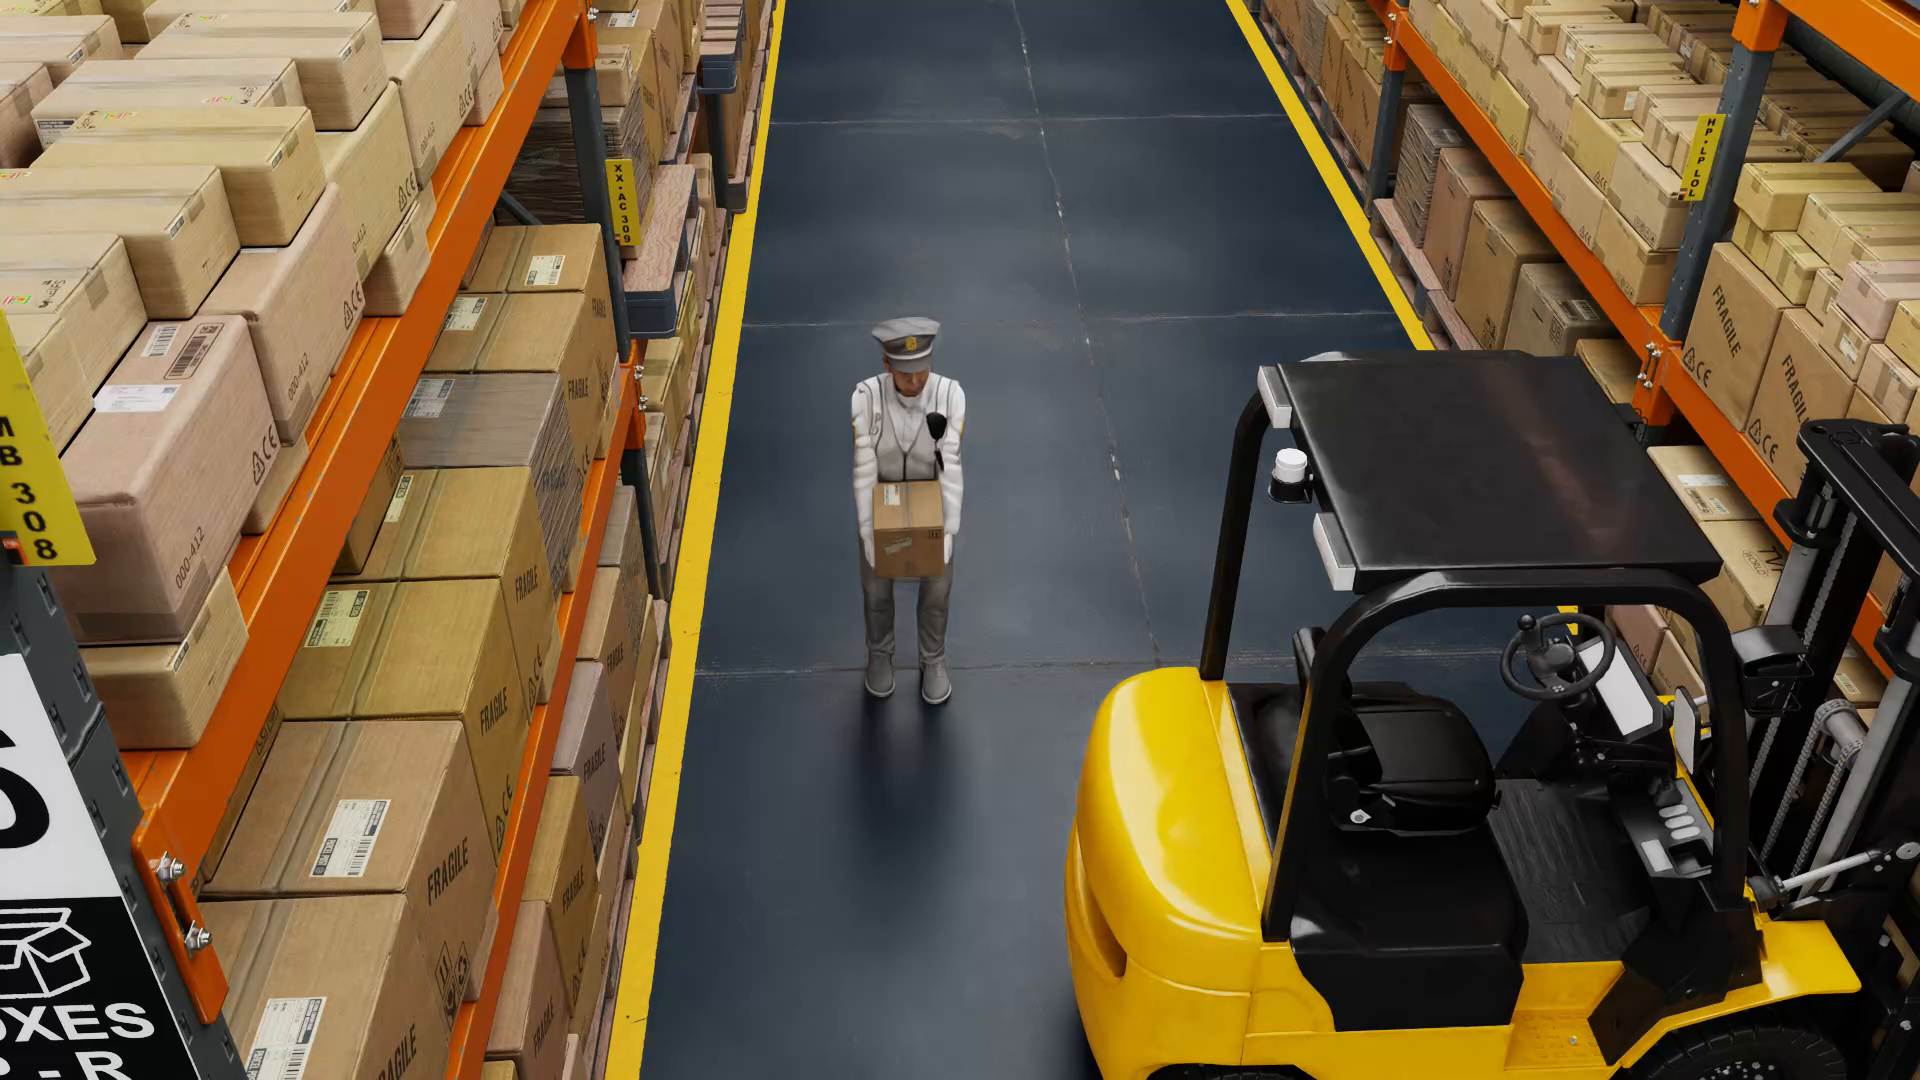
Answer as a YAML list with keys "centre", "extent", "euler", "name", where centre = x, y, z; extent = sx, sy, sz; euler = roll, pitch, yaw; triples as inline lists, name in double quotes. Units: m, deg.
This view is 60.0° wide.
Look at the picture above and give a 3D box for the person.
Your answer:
- centre: [-0.187, -0.084, 6.272]
  extent: [0.416, 1.663, 0.543]
  euler: [-2, 35, -3]
  name: "person"
